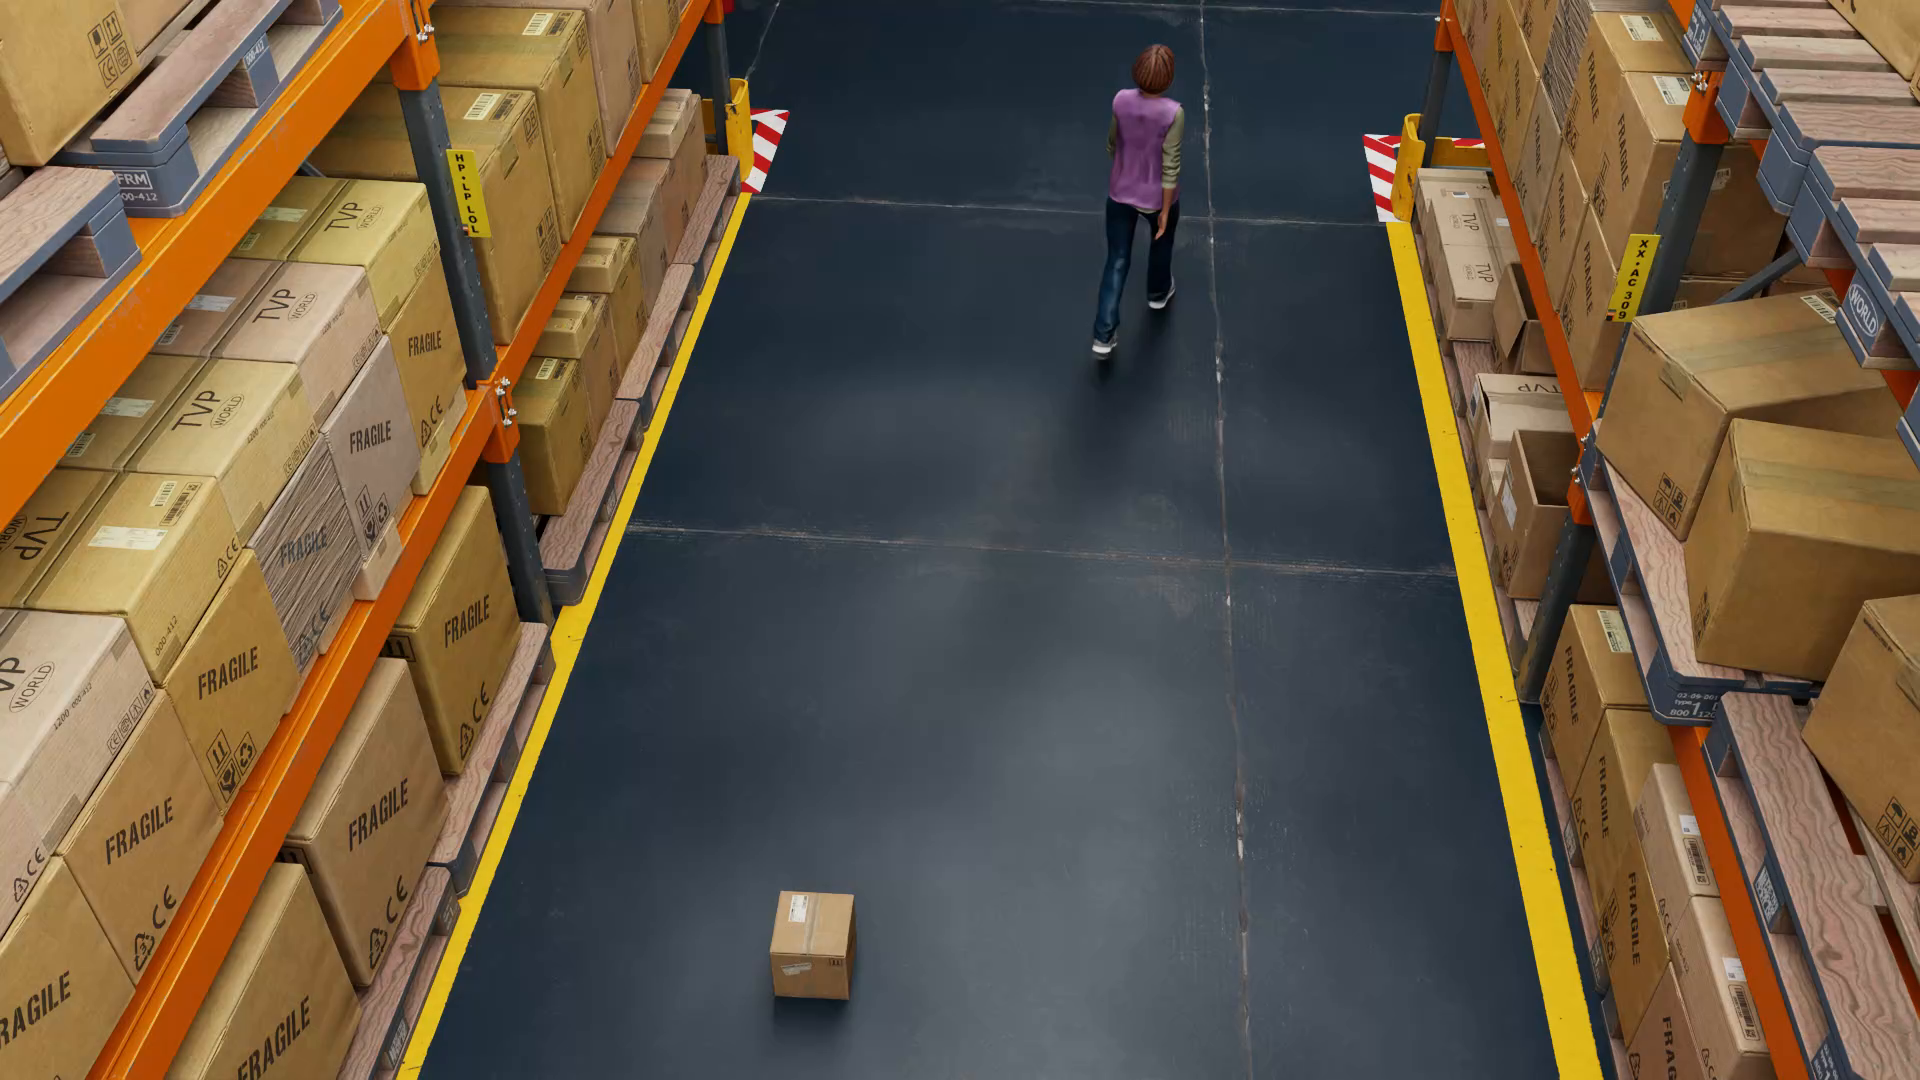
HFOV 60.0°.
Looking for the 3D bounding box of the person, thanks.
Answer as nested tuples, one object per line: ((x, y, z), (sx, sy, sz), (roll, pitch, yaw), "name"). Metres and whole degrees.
((0.886, -1.701, 8.140), (0.405, 1.543, 0.928), (13, 42, 15), "person")
